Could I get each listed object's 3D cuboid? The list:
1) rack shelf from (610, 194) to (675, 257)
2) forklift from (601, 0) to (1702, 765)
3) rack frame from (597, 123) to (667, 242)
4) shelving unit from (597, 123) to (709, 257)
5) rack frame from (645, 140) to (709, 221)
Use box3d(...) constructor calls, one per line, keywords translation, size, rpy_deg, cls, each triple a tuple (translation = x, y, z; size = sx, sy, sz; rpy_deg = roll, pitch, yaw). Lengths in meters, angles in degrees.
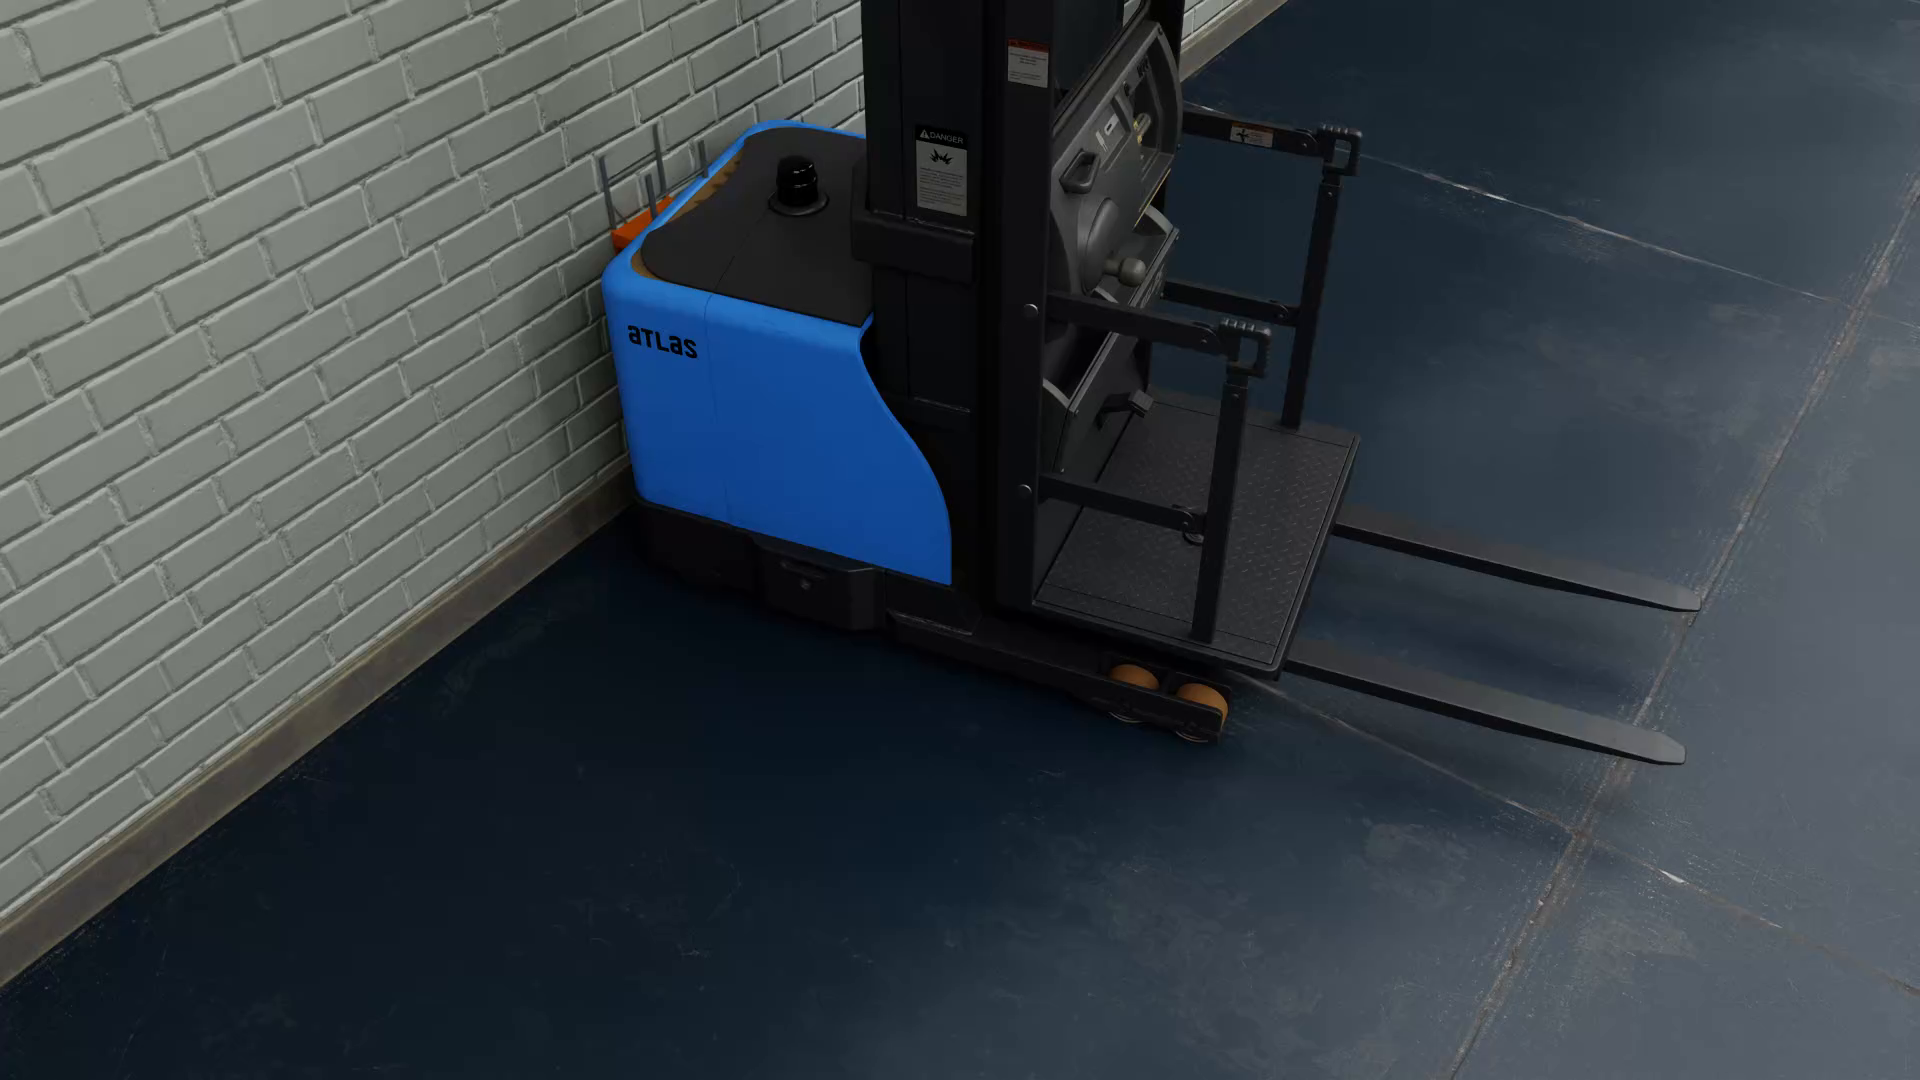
box3d(translation=(-0.870, -0.896, 4.897), size=(0.180, 0.103, 0.258), rpy_deg=(25, 49, 26), cls="rack shelf")
box3d(translation=(0.583, -0.935, 4.097), size=(3.031, 2.935, 1.130), rpy_deg=(15, 44, 16), cls="forklift")
box3d(translation=(-0.937, -0.698, 5.150), size=(0.006, 1.200, 0.240), rpy_deg=(25, 49, 26), cls="rack frame")
box3d(translation=(-0.862, -0.663, 5.110), size=(0.189, 1.200, 0.258), rpy_deg=(25, 49, 26), cls="shelving unit")
box3d(translation=(-0.787, -0.629, 5.070), size=(0.006, 1.200, 0.240), rpy_deg=(25, 49, 26), cls="rack frame")
